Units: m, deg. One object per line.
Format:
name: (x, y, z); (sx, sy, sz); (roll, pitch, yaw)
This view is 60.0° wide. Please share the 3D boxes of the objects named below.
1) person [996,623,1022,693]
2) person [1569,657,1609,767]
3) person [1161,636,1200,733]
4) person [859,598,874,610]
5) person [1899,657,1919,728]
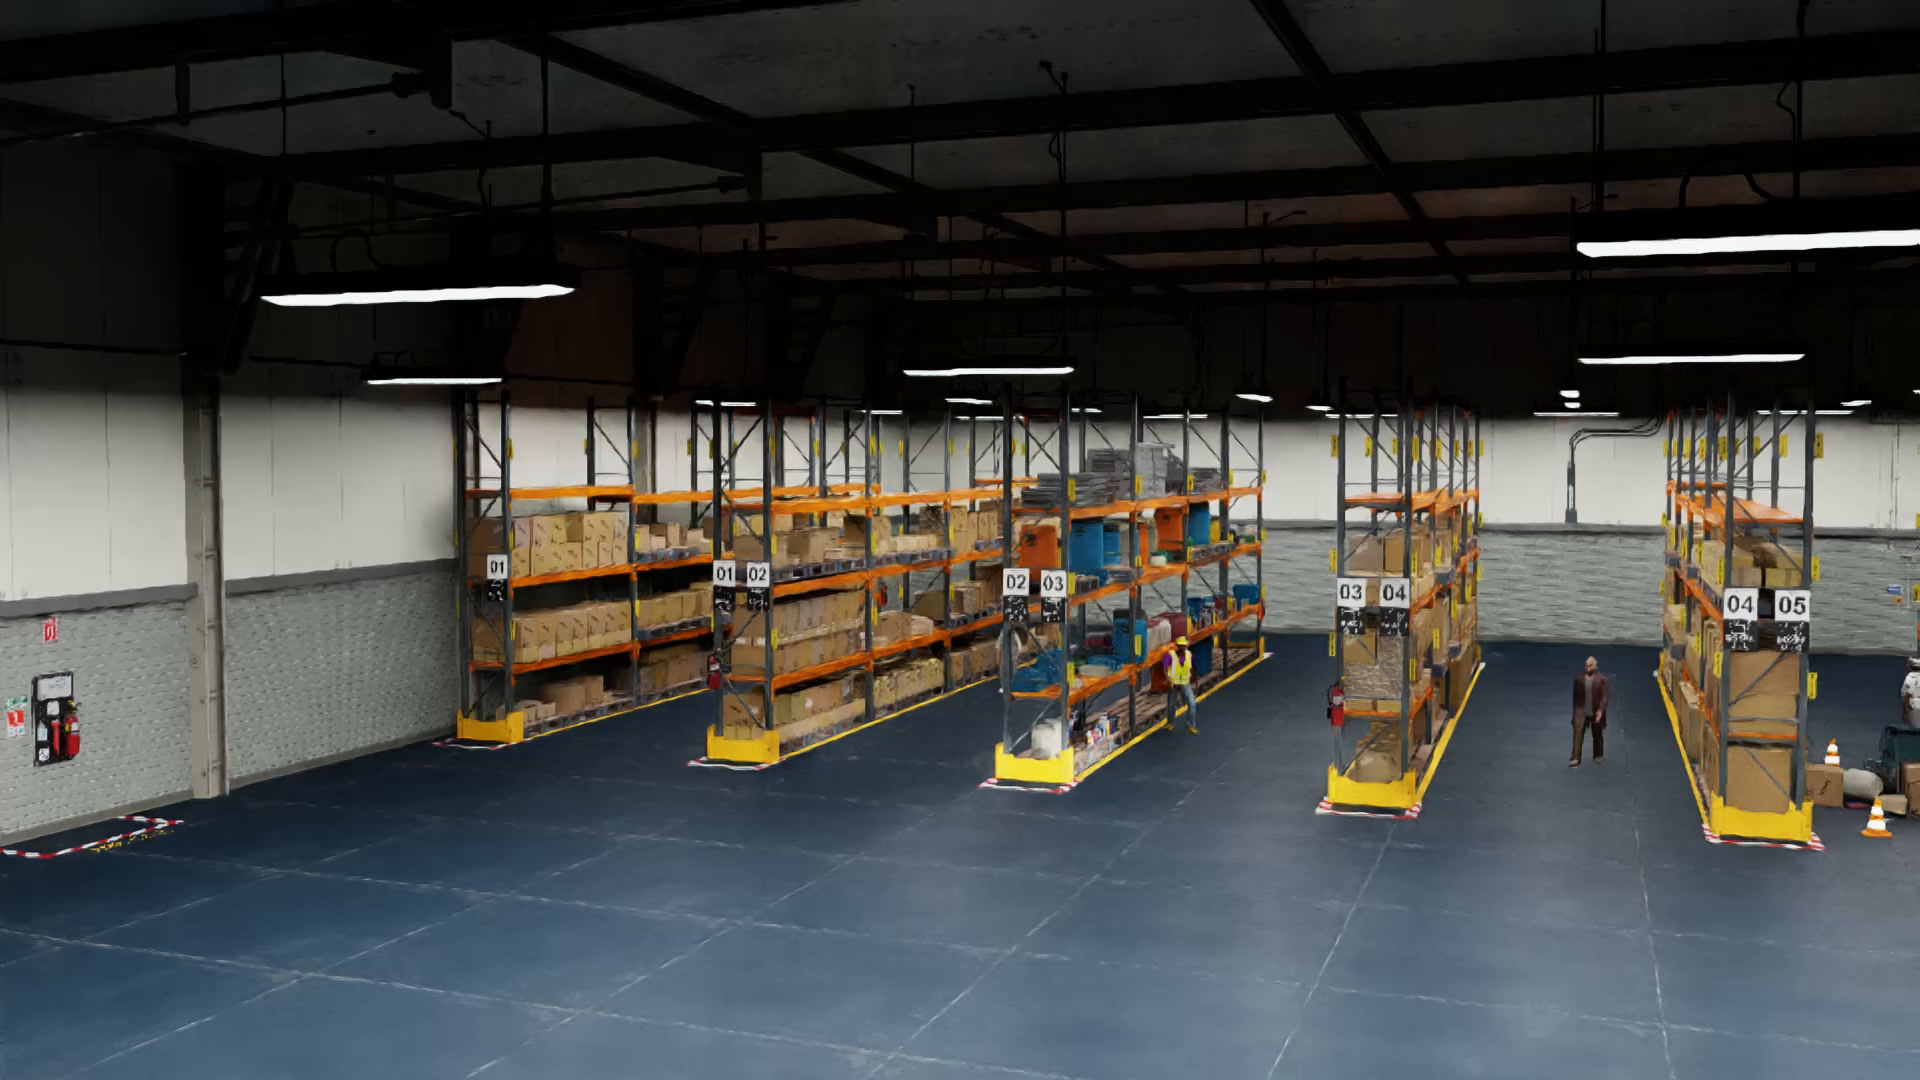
person: (0.992, 2.384, 33.685); (0.566, 1.541, 0.519); (1, 3, 18)
person: (9.883, 2.686, 26.079); (0.576, 1.712, 1.090); (2, 4, 30)
person: (3.873, 2.526, 29.300); (0.704, 1.710, 0.743); (0, 3, -3)
person: (-2.491, 1.703, 44.768); (0.733, 1.656, 0.559); (-2, 4, -34)
person: (15.114, 2.703, 26.402); (0.574, 1.662, 0.545); (-3, 4, -41)
